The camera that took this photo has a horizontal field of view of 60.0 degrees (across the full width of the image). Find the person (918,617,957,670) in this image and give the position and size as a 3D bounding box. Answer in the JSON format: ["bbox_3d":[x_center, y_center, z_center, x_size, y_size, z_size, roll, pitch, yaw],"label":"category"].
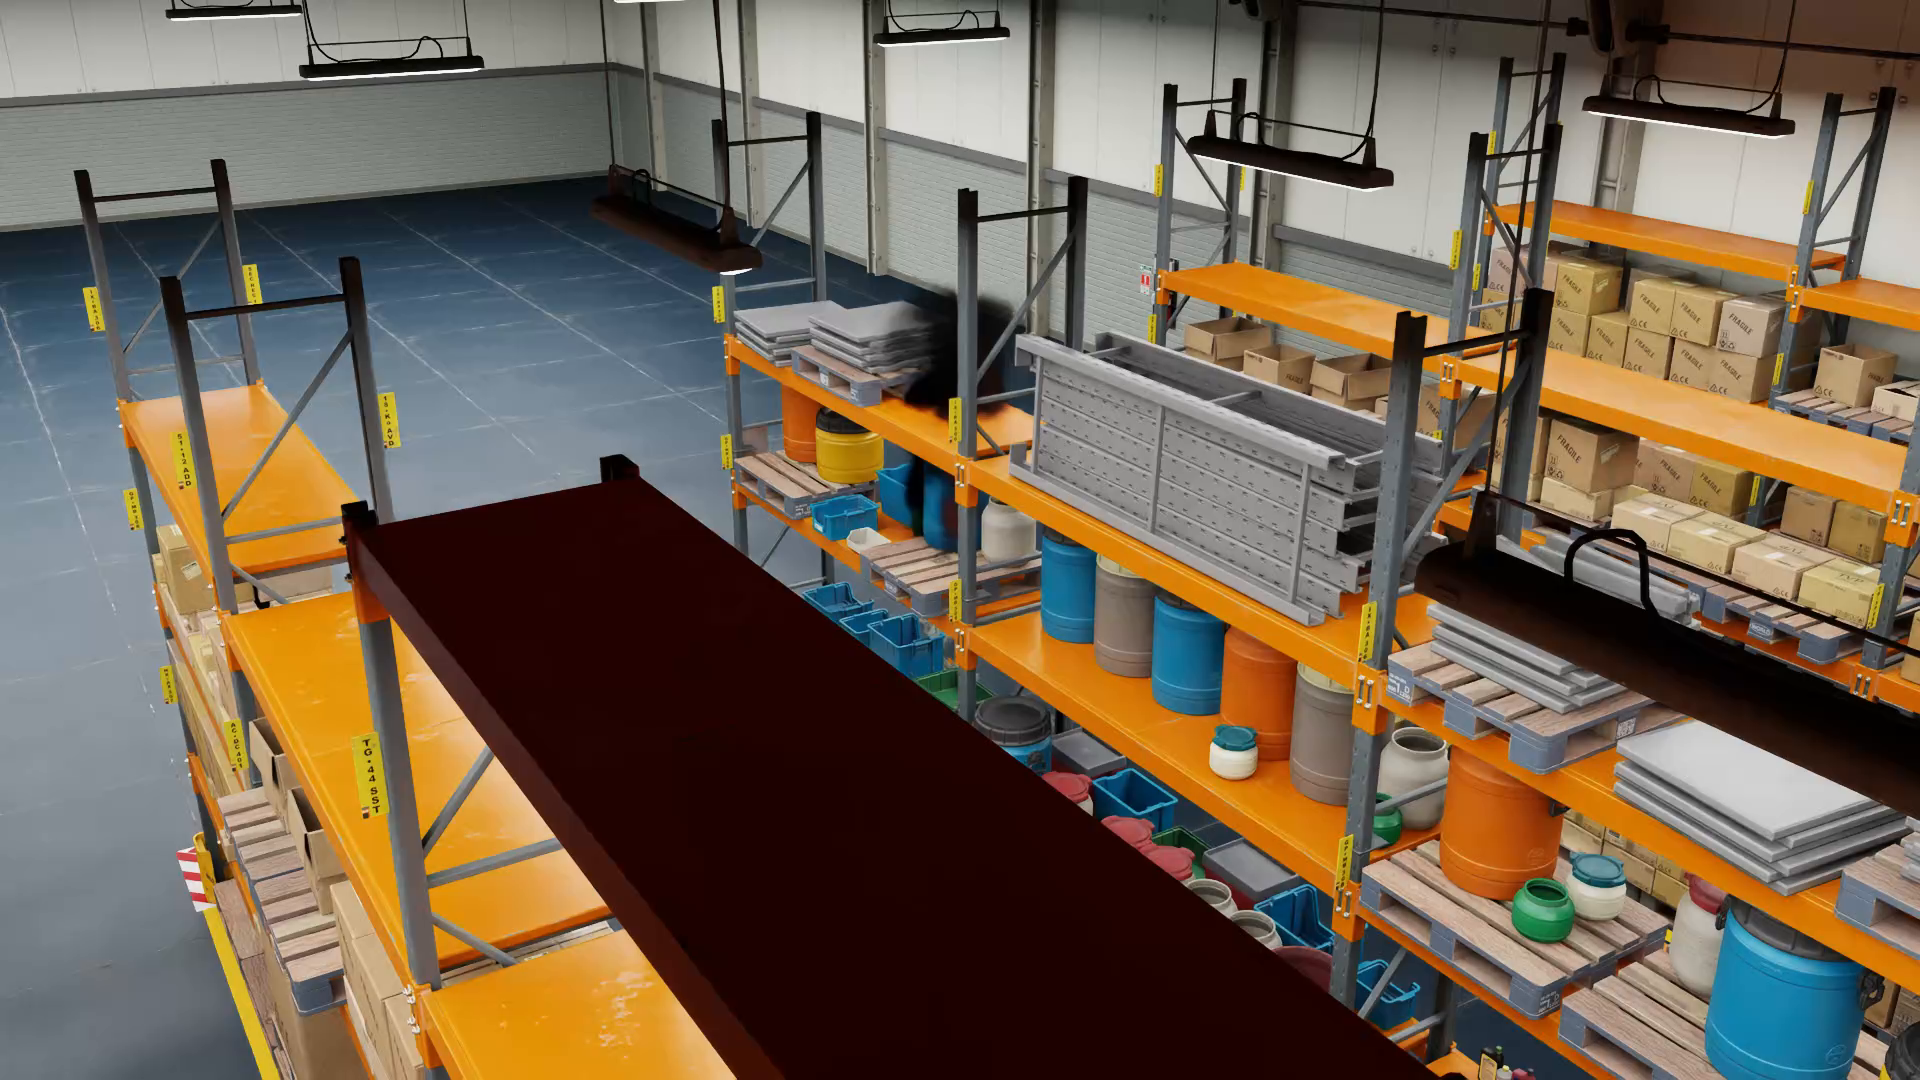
[{"bbox_3d":[-0.274,0.915,17.079,0.534,1.549,0.540,8,23,19],"label":"person"}]
